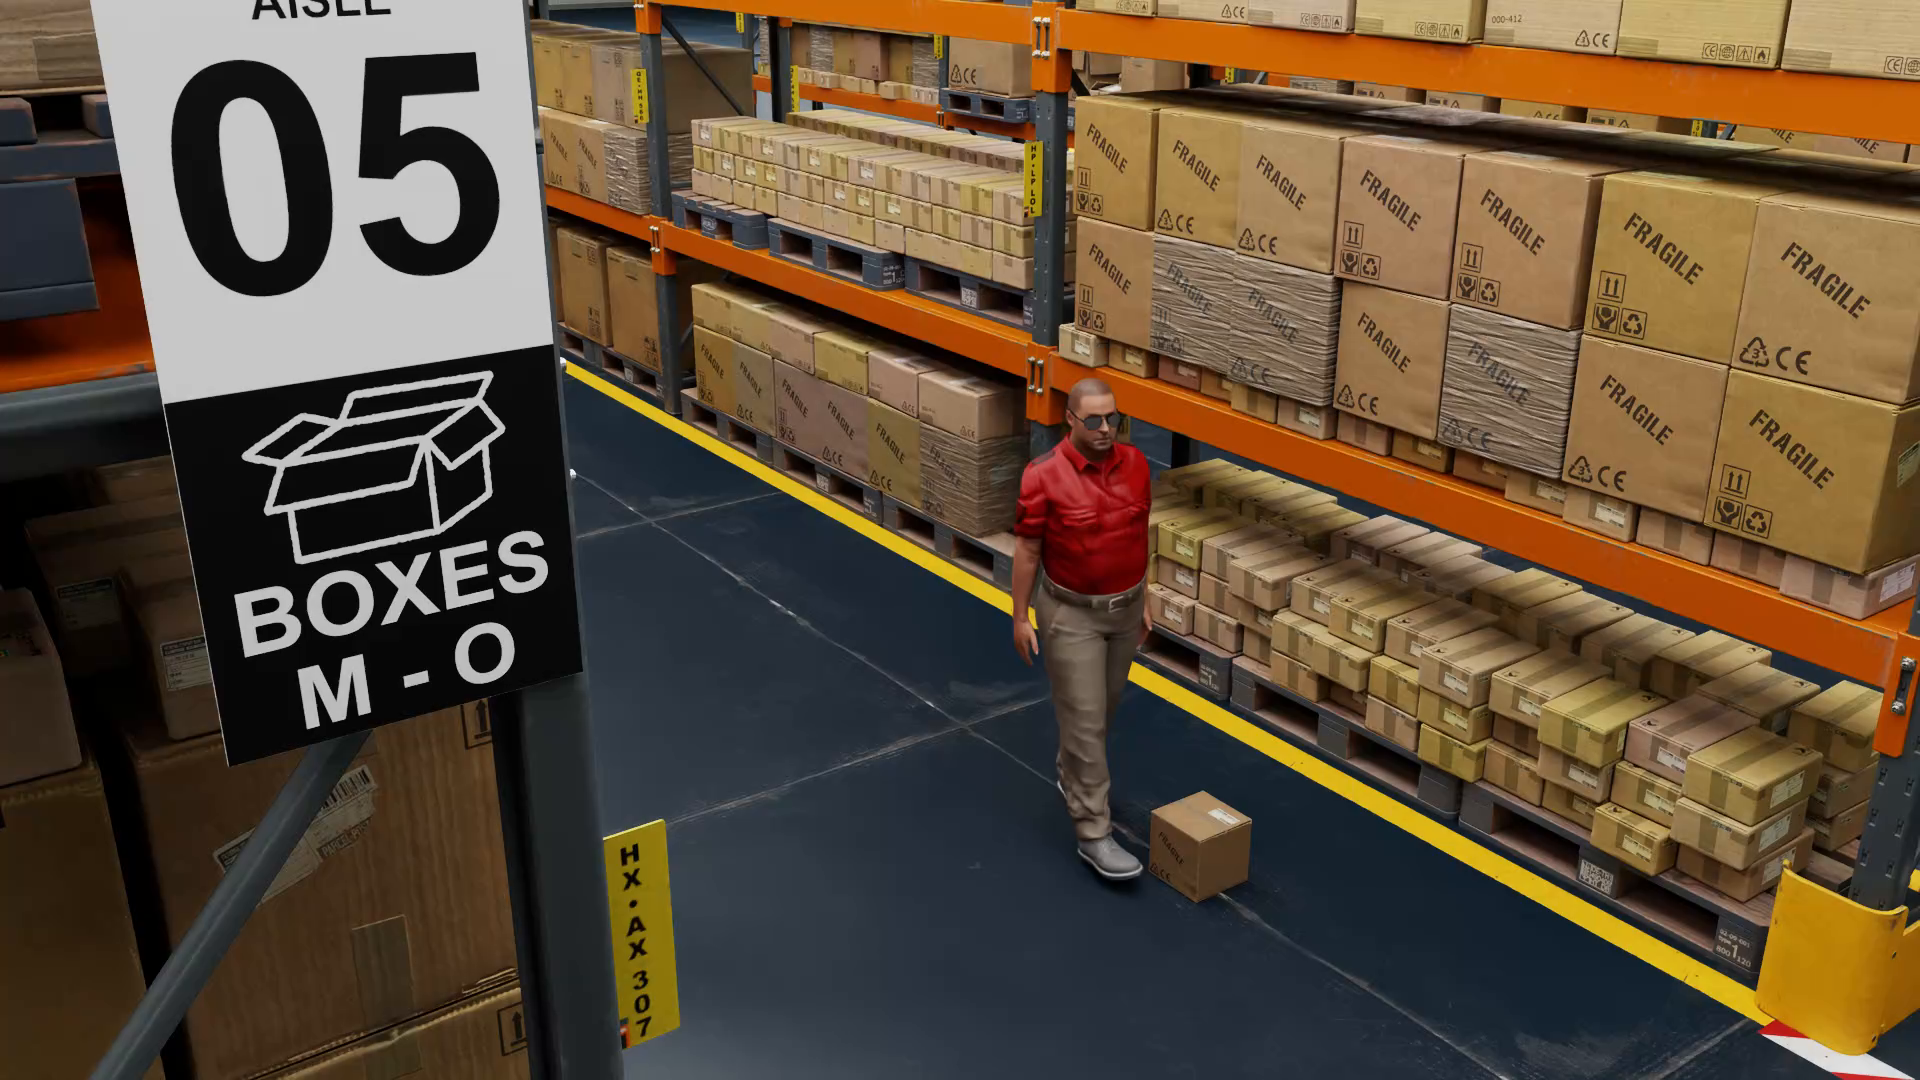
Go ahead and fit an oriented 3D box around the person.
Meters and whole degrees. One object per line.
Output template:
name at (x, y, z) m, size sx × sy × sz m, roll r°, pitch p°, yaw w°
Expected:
person at (0.526, 0.297, 5.831) m, size 0.553 × 1.713 × 0.737 m, roll -12°, pitch 24°, yaw -29°
